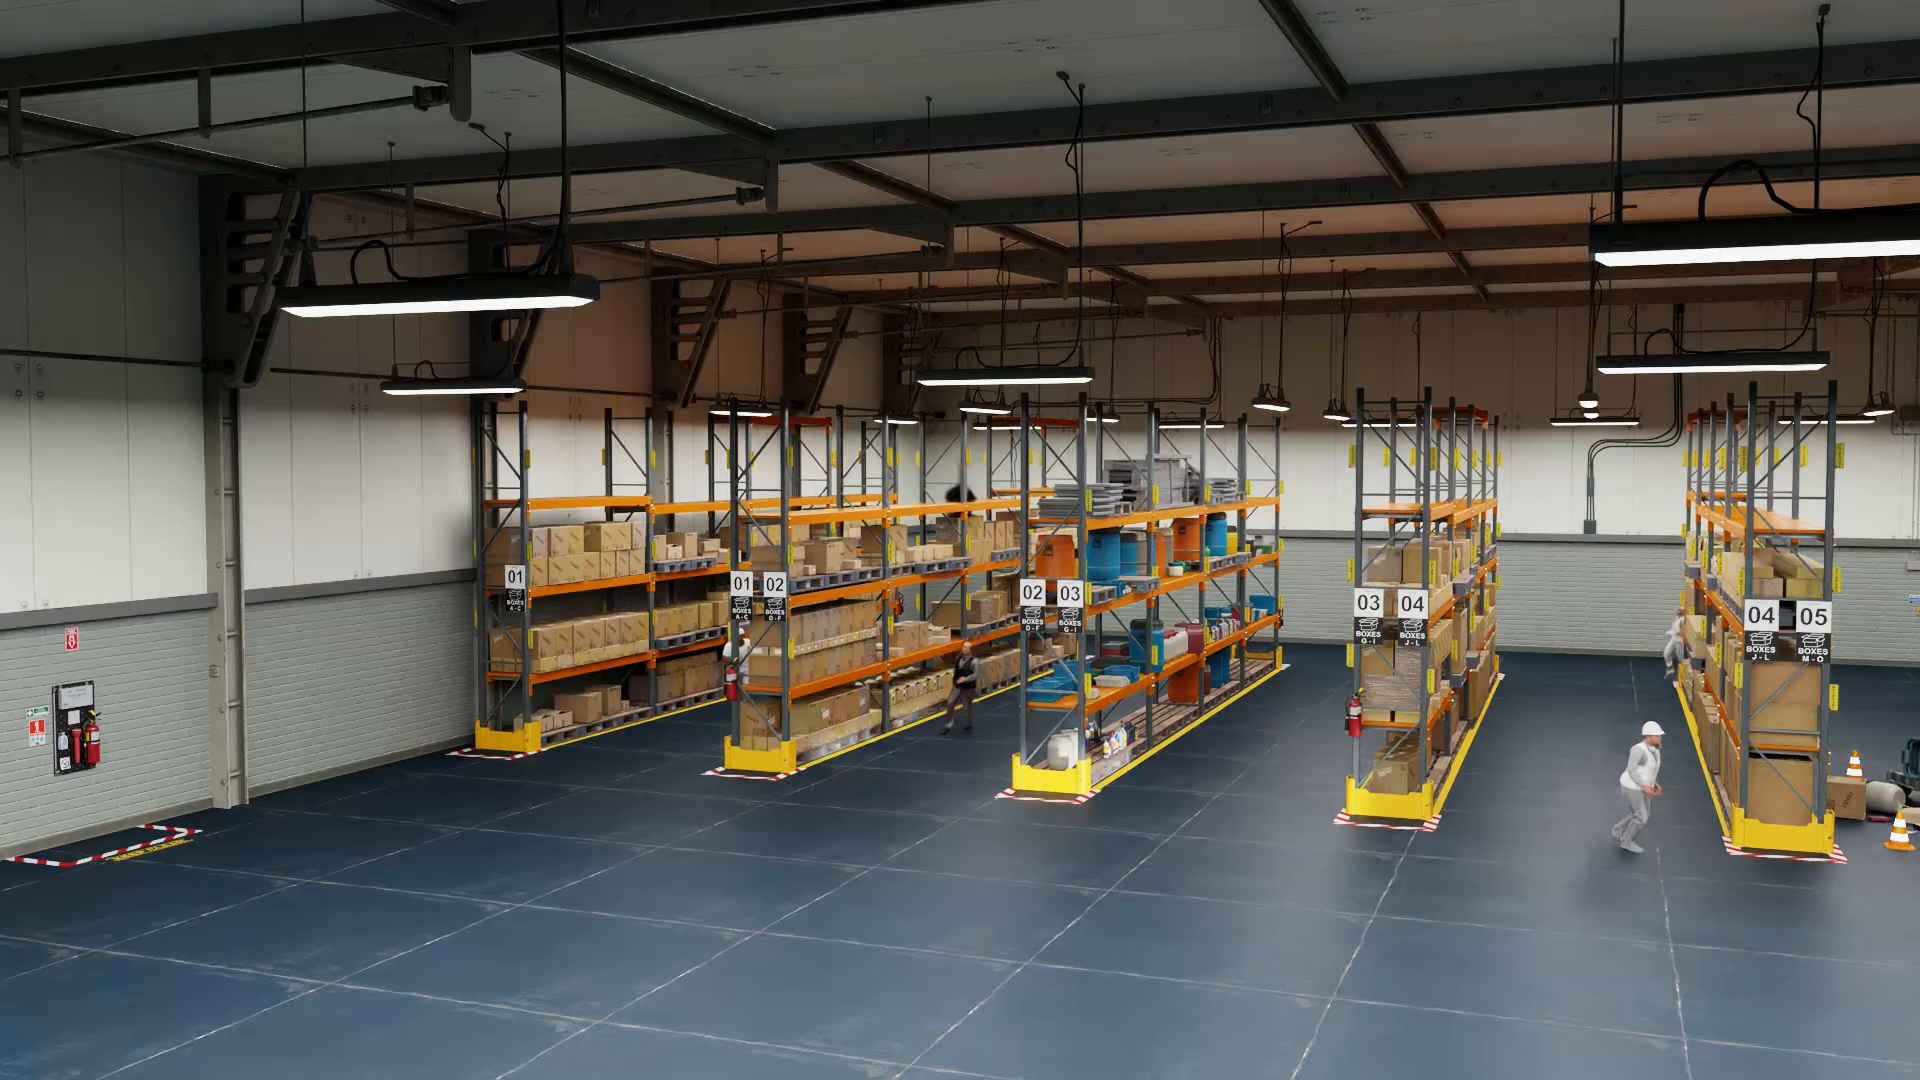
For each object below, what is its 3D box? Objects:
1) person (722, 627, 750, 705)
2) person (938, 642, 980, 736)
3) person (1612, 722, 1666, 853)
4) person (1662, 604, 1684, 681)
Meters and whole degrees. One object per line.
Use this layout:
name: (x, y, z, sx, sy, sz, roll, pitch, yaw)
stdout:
person: (-4.269, 2.552, 32.511, 0.717, 1.734, 0.982, 0, 3, -2)
person: (0.070, 2.675, 30.035, 0.715, 1.693, 0.833, 1, 3, 27)
person: (8.593, 3.127, 21.142, 0.639, 1.701, 0.791, -2, 4, -41)
person: (16.200, 2.309, 37.373, 0.700, 1.795, 0.650, 0, 3, -5)
